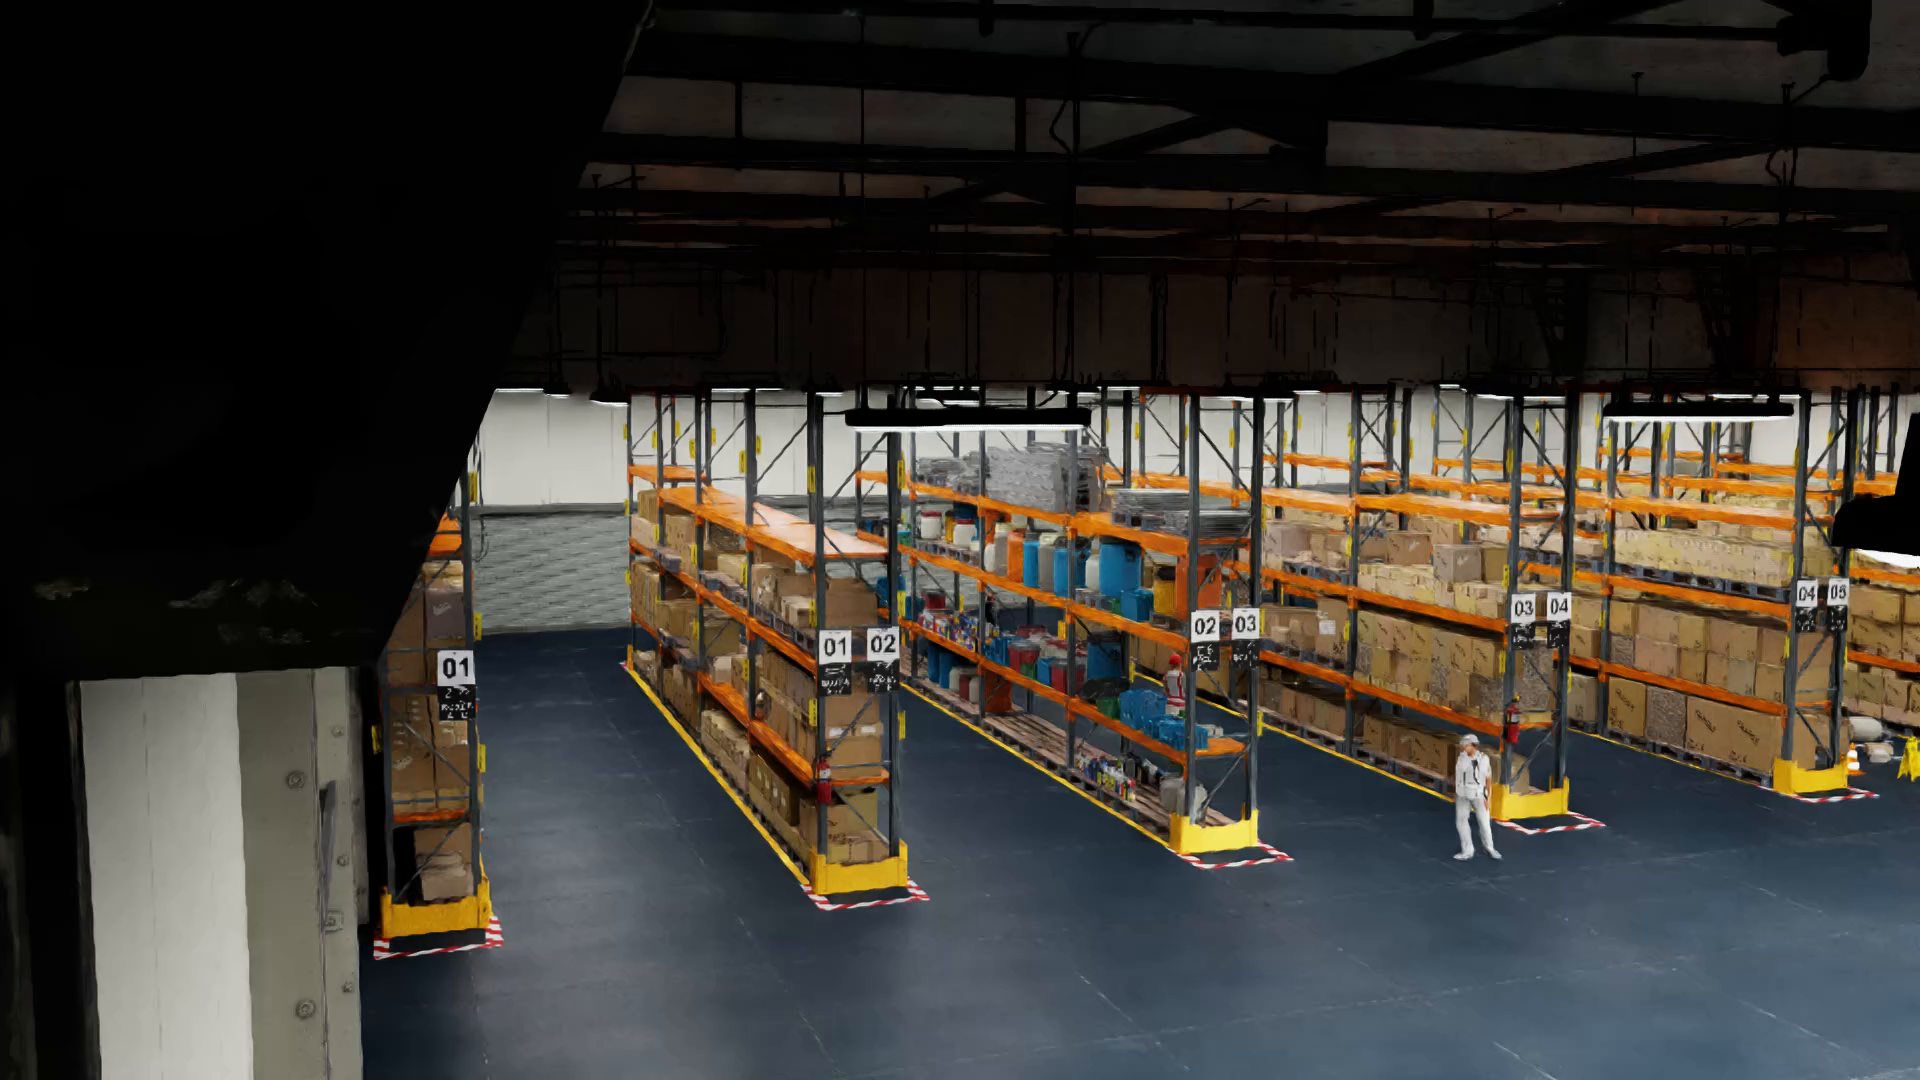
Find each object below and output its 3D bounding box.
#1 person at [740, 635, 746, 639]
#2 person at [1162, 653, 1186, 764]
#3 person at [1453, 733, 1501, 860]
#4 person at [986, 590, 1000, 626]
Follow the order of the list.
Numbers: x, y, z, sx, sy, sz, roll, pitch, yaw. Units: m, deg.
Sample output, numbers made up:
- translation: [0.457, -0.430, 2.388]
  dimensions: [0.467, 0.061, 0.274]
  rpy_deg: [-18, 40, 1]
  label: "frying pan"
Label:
- translation: [-5.337, 1.555, 38.525]
  dimensions: [0.528, 1.588, 0.638]
  rpy_deg: [2, 6, 16]
  label: "person"
- translation: [3.485, 2.698, 26.584]
  dimensions: [0.444, 1.786, 0.590]
  rpy_deg: [-6, 8, -44]
  label: "person"
- translation: [6.669, 3.303, 21.484]
  dimensions: [0.544, 1.652, 0.595]
  rpy_deg: [-6, 8, -44]
  label: "person"
- translation: [0.624, 1.892, 34.508]
  dimensions: [0.386, 1.727, 0.654]
  rpy_deg: [-3, 7, -30]
  label: "person"
